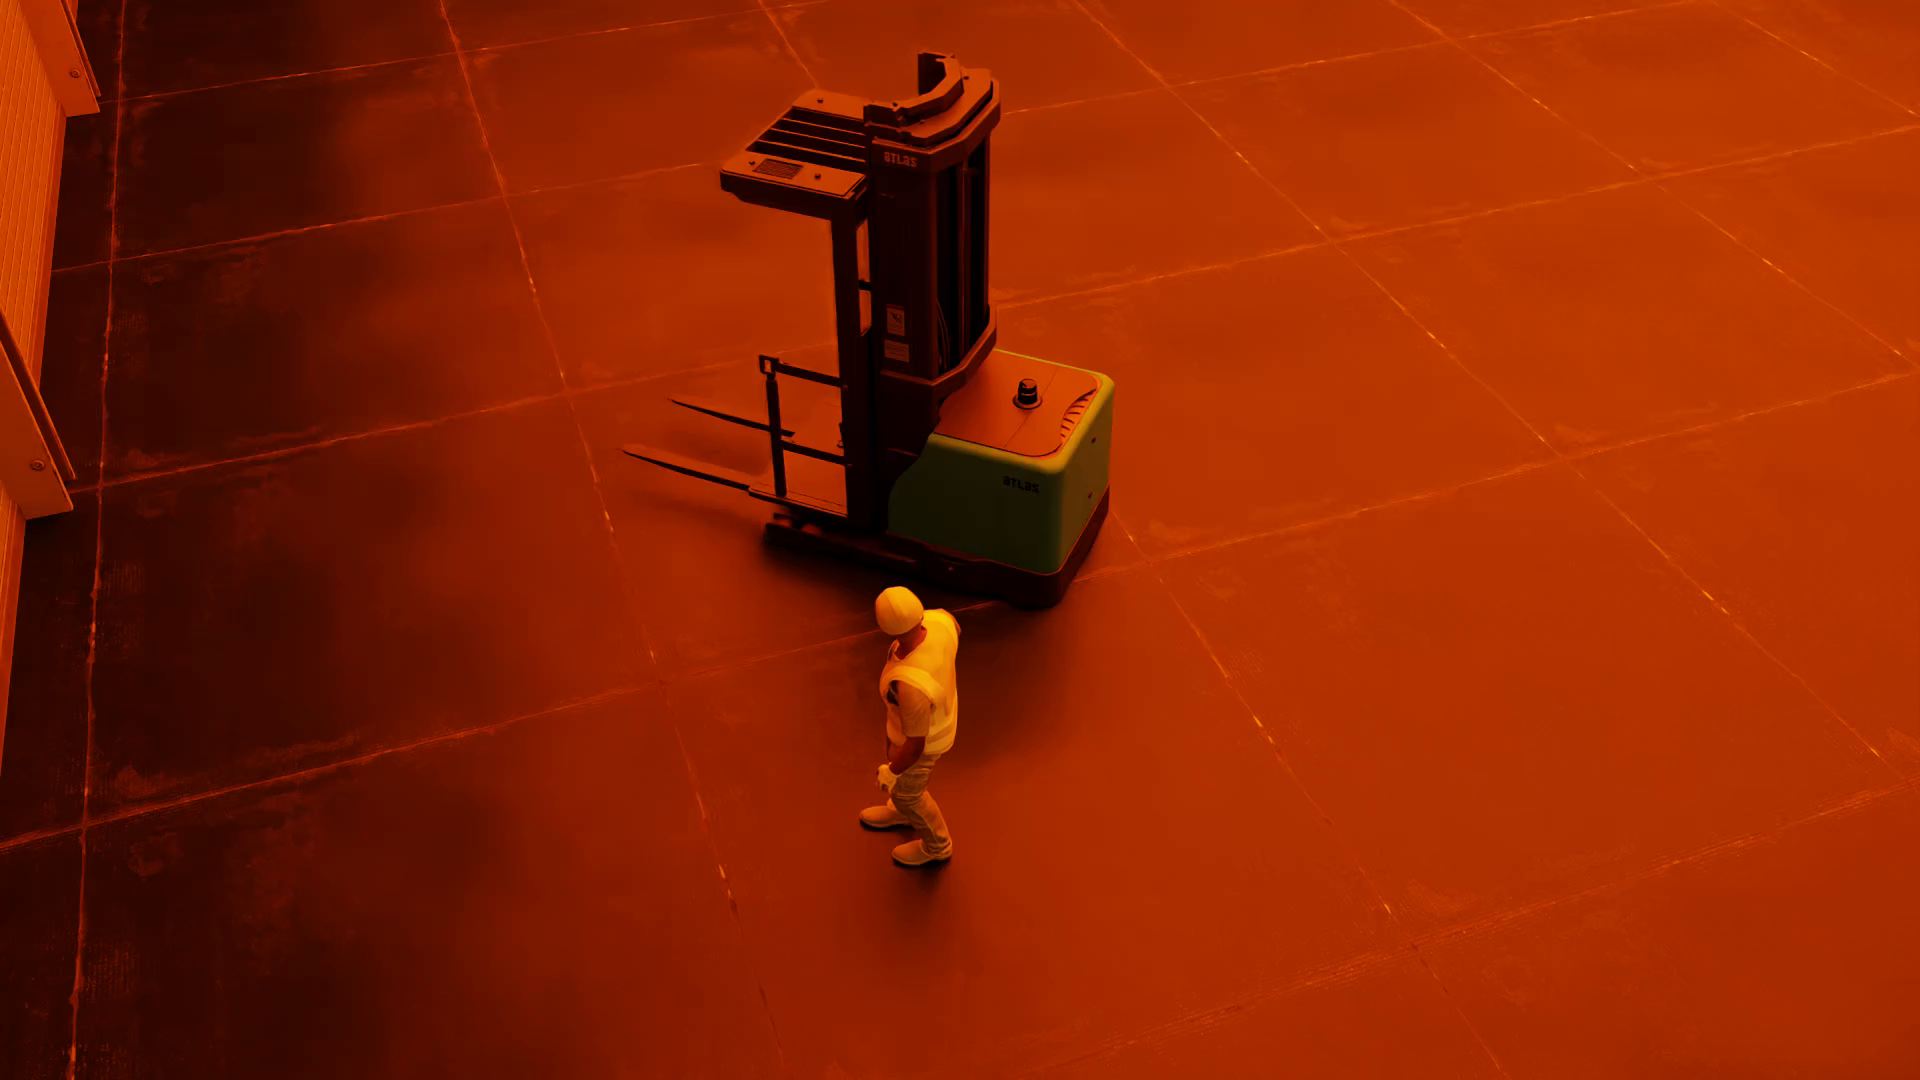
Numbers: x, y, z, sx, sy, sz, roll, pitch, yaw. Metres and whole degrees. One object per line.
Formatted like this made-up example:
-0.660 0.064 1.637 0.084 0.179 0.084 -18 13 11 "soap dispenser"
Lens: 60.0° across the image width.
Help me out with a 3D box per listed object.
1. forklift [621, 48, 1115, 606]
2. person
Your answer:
-0.643 -1.350 9.604 3.031 2.935 1.130 15 42 17 "forklift"
-0.272 0.872 7.870 0.514 1.761 0.786 3 40 4 "person"
